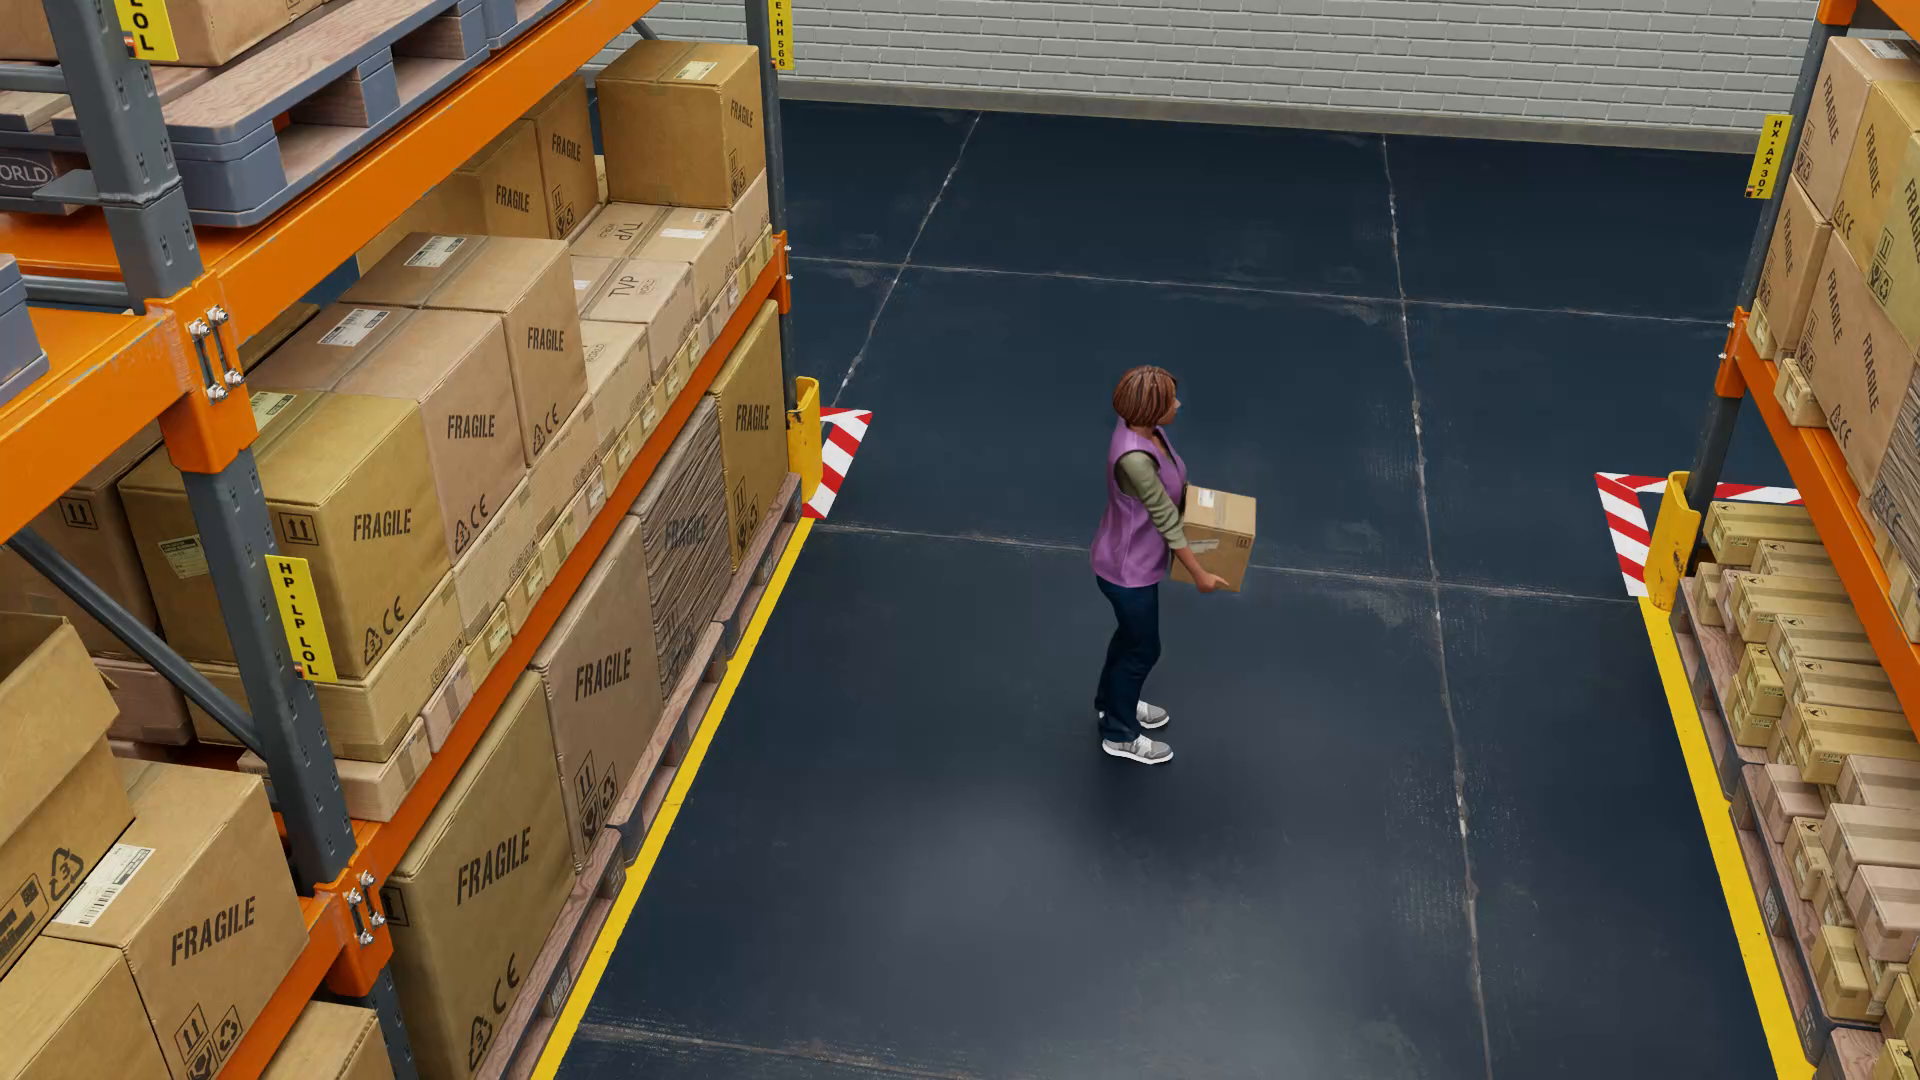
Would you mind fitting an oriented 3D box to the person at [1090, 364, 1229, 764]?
[{"bbox_3d":[0.717,0.098,6.000,0.499,1.599,0.375,5,33,8],"label":"person"}]
